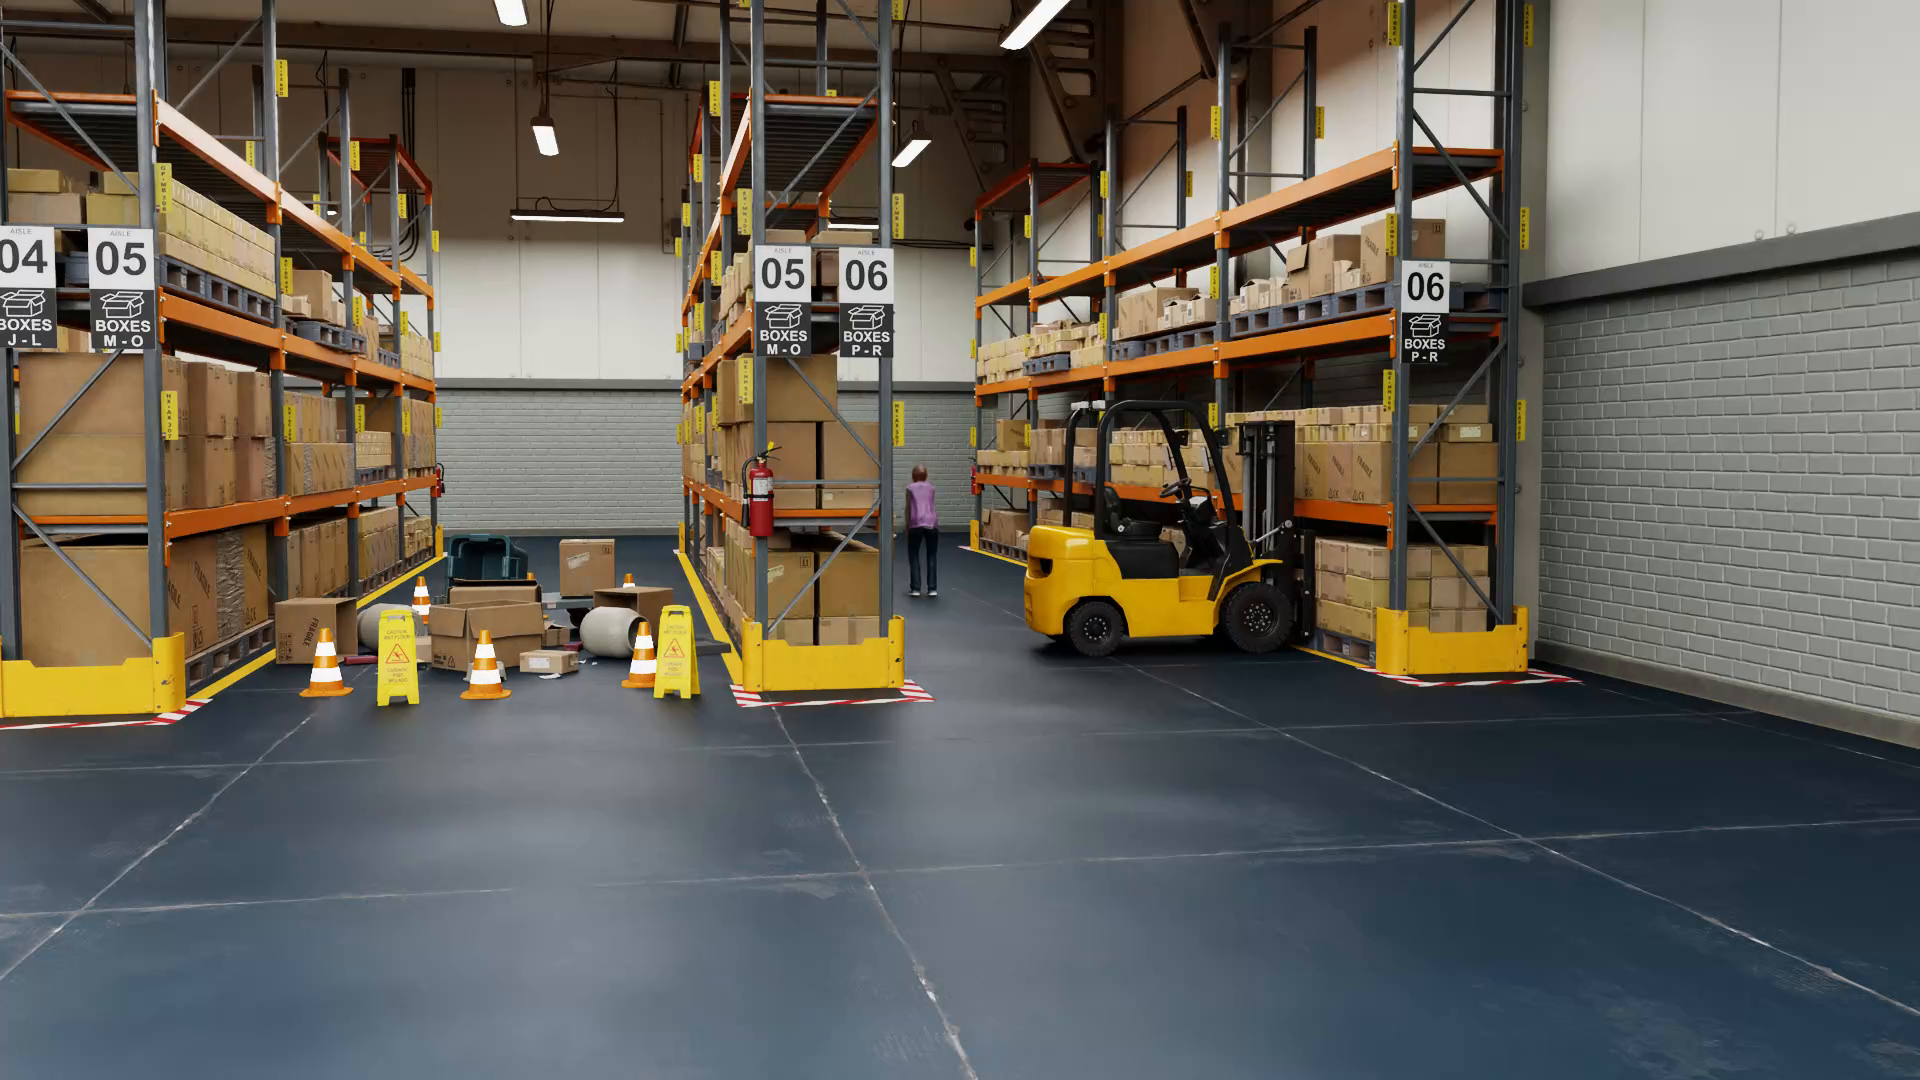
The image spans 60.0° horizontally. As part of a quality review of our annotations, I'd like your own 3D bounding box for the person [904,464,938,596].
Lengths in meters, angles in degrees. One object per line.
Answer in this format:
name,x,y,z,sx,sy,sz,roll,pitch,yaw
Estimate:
person,-0.459,-0.114,19.687,0.372,1.560,0.532,-1,3,-12
